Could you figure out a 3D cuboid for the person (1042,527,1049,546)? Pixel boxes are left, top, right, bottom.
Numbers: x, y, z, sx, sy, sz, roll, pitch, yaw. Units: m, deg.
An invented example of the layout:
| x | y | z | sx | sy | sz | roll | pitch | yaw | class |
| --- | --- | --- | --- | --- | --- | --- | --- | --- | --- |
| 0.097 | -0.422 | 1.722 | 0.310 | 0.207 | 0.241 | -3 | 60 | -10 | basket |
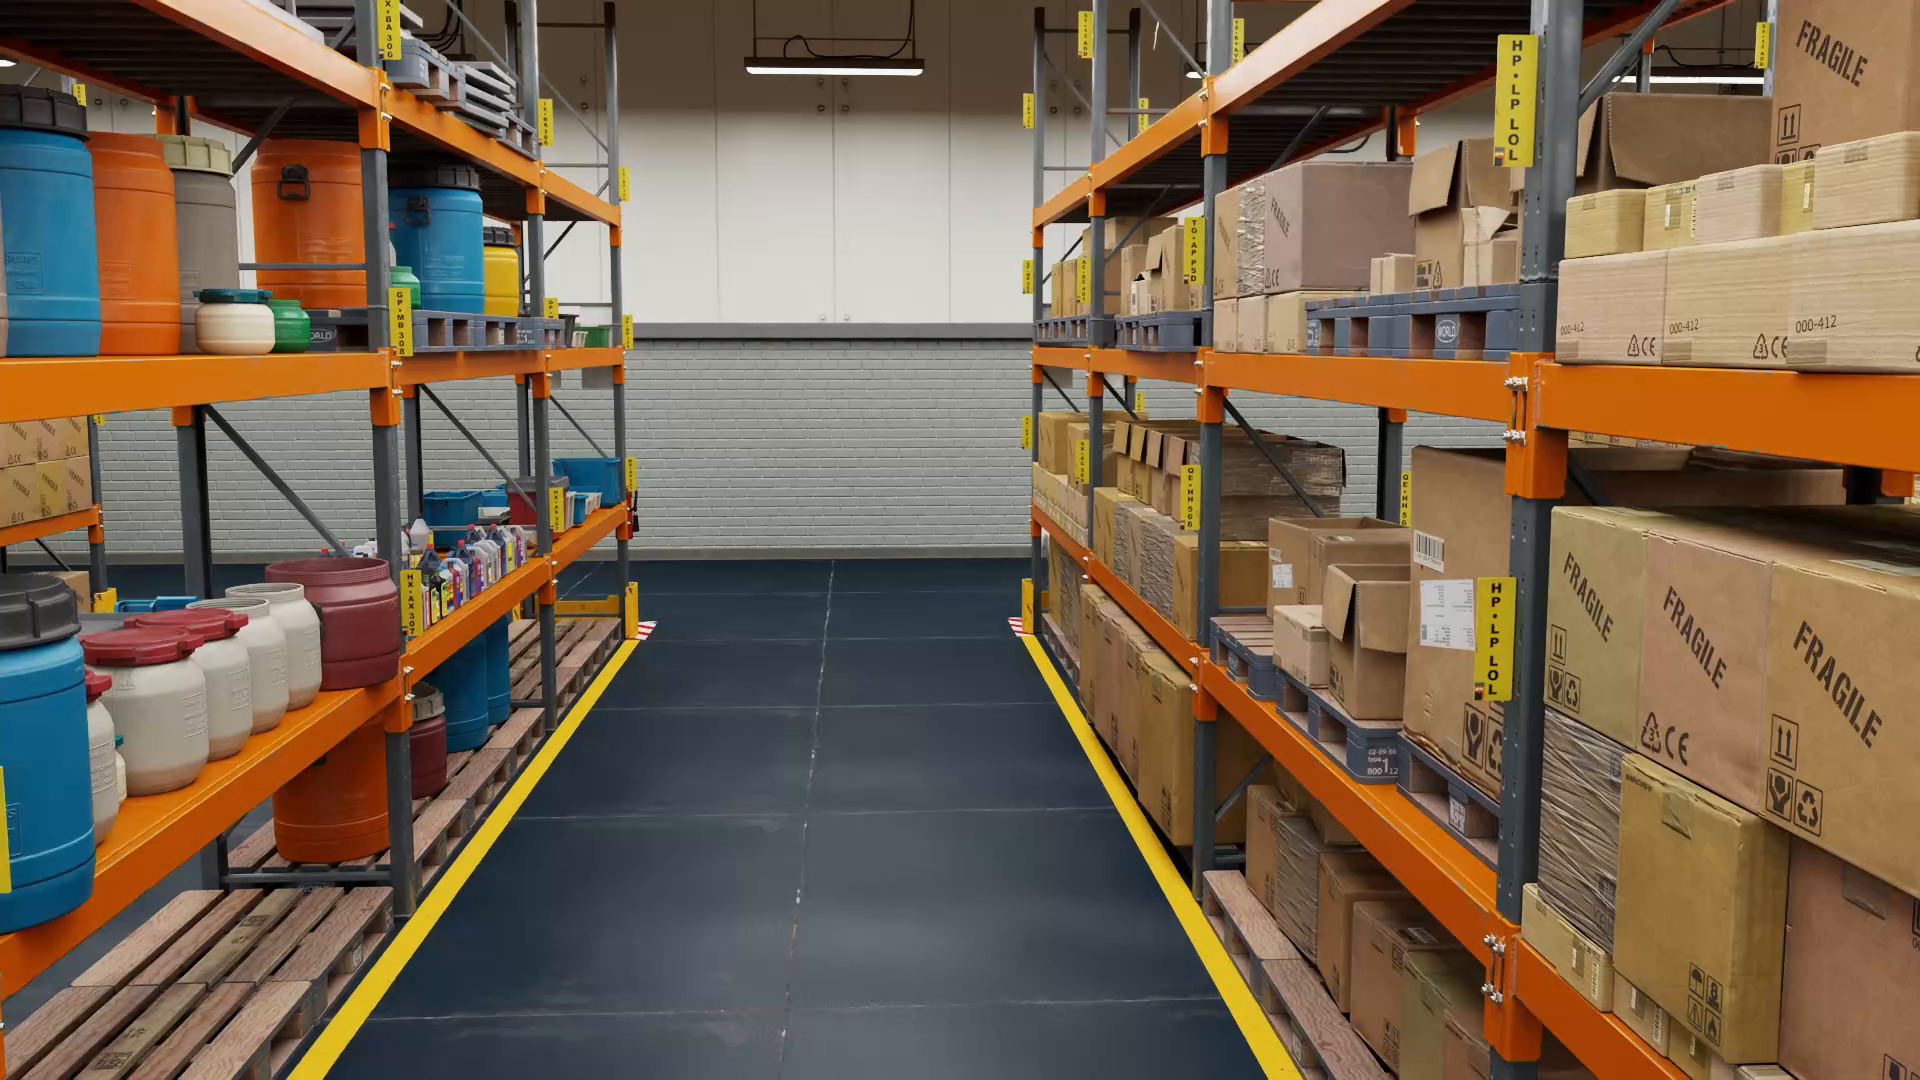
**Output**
| x | y | z | sx | sy | sz | roll | pitch | yaw | class |
| --- | --- | --- | --- | --- | --- | --- | --- | --- | --- |
| 1.290 | 0.054 | 17.512 | 0.887 | 1.462 | 0.465 | -1 | 7 | -5 | person |
